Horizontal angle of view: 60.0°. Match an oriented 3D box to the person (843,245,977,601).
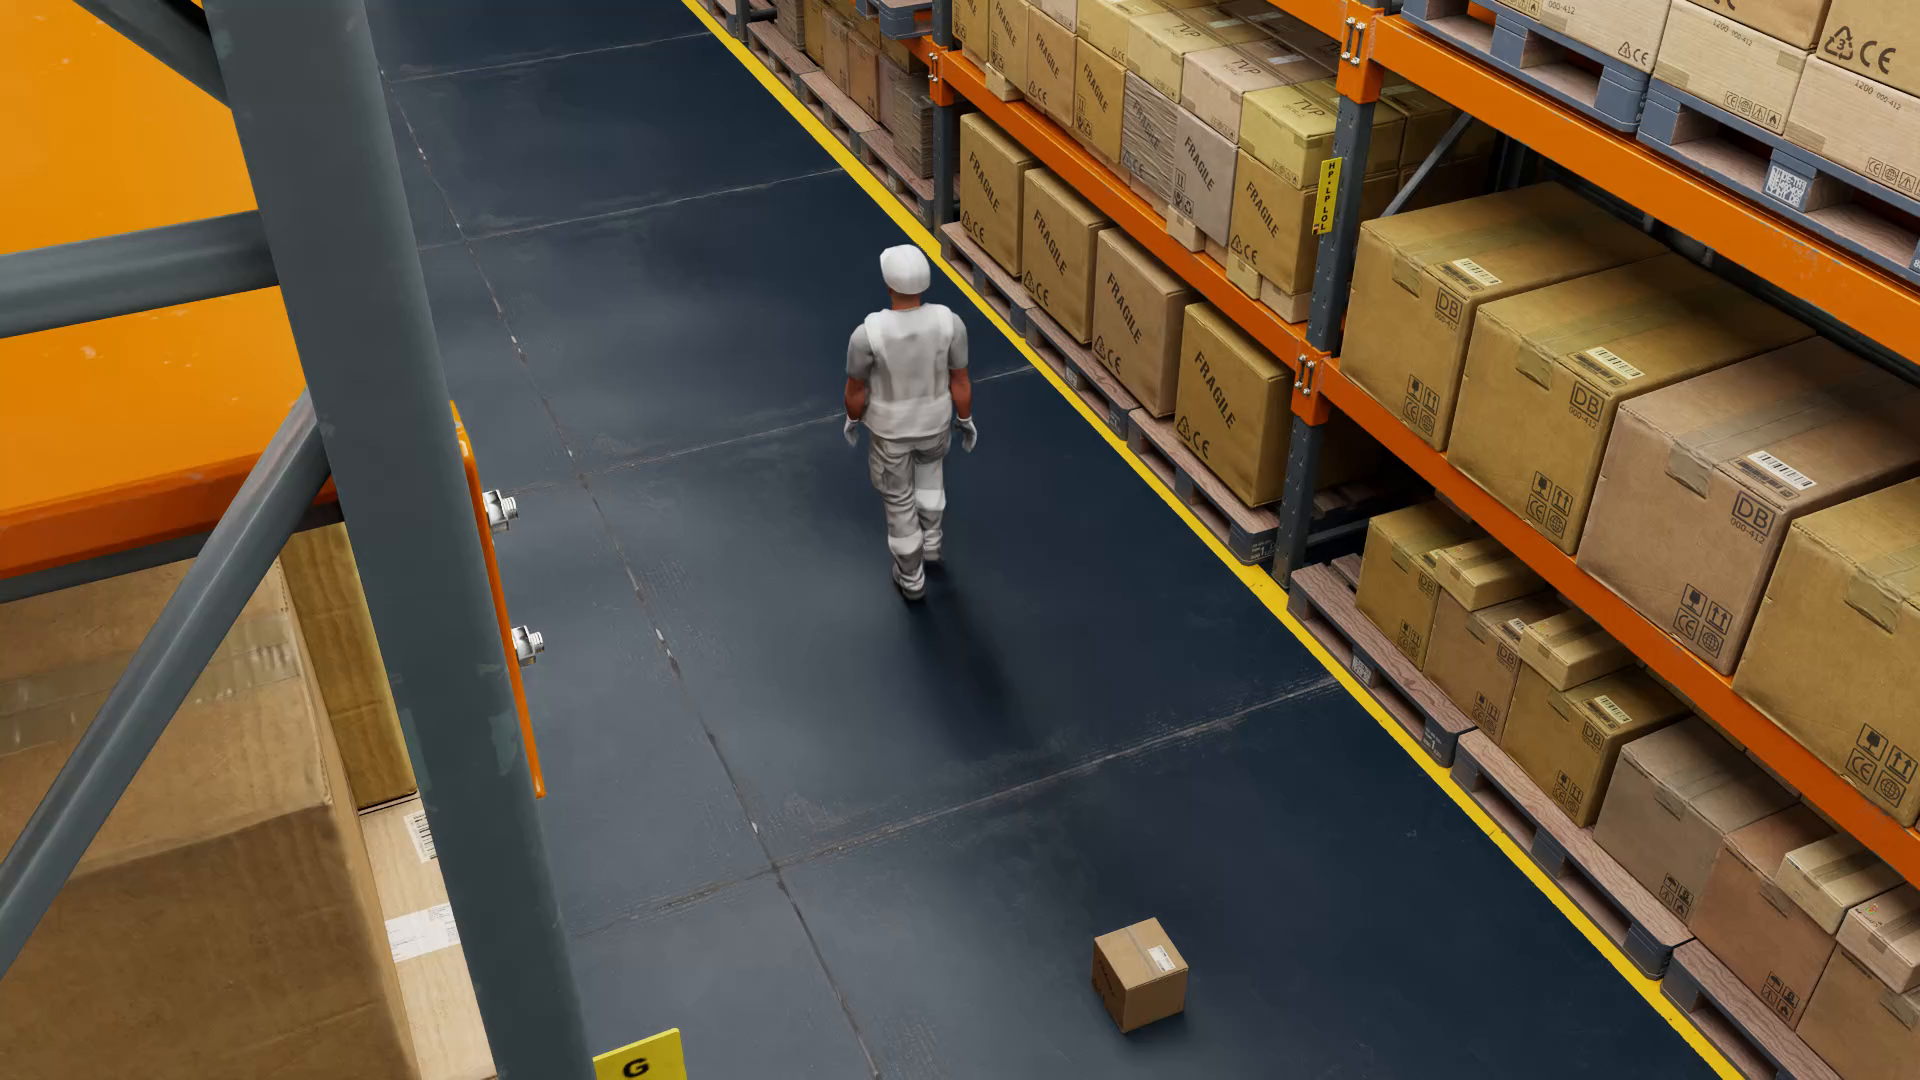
[{"bbox_3d":[-0.239,-0.540,7.534,0.584,1.822,0.472,-10,38,-13],"label":"person"}]
